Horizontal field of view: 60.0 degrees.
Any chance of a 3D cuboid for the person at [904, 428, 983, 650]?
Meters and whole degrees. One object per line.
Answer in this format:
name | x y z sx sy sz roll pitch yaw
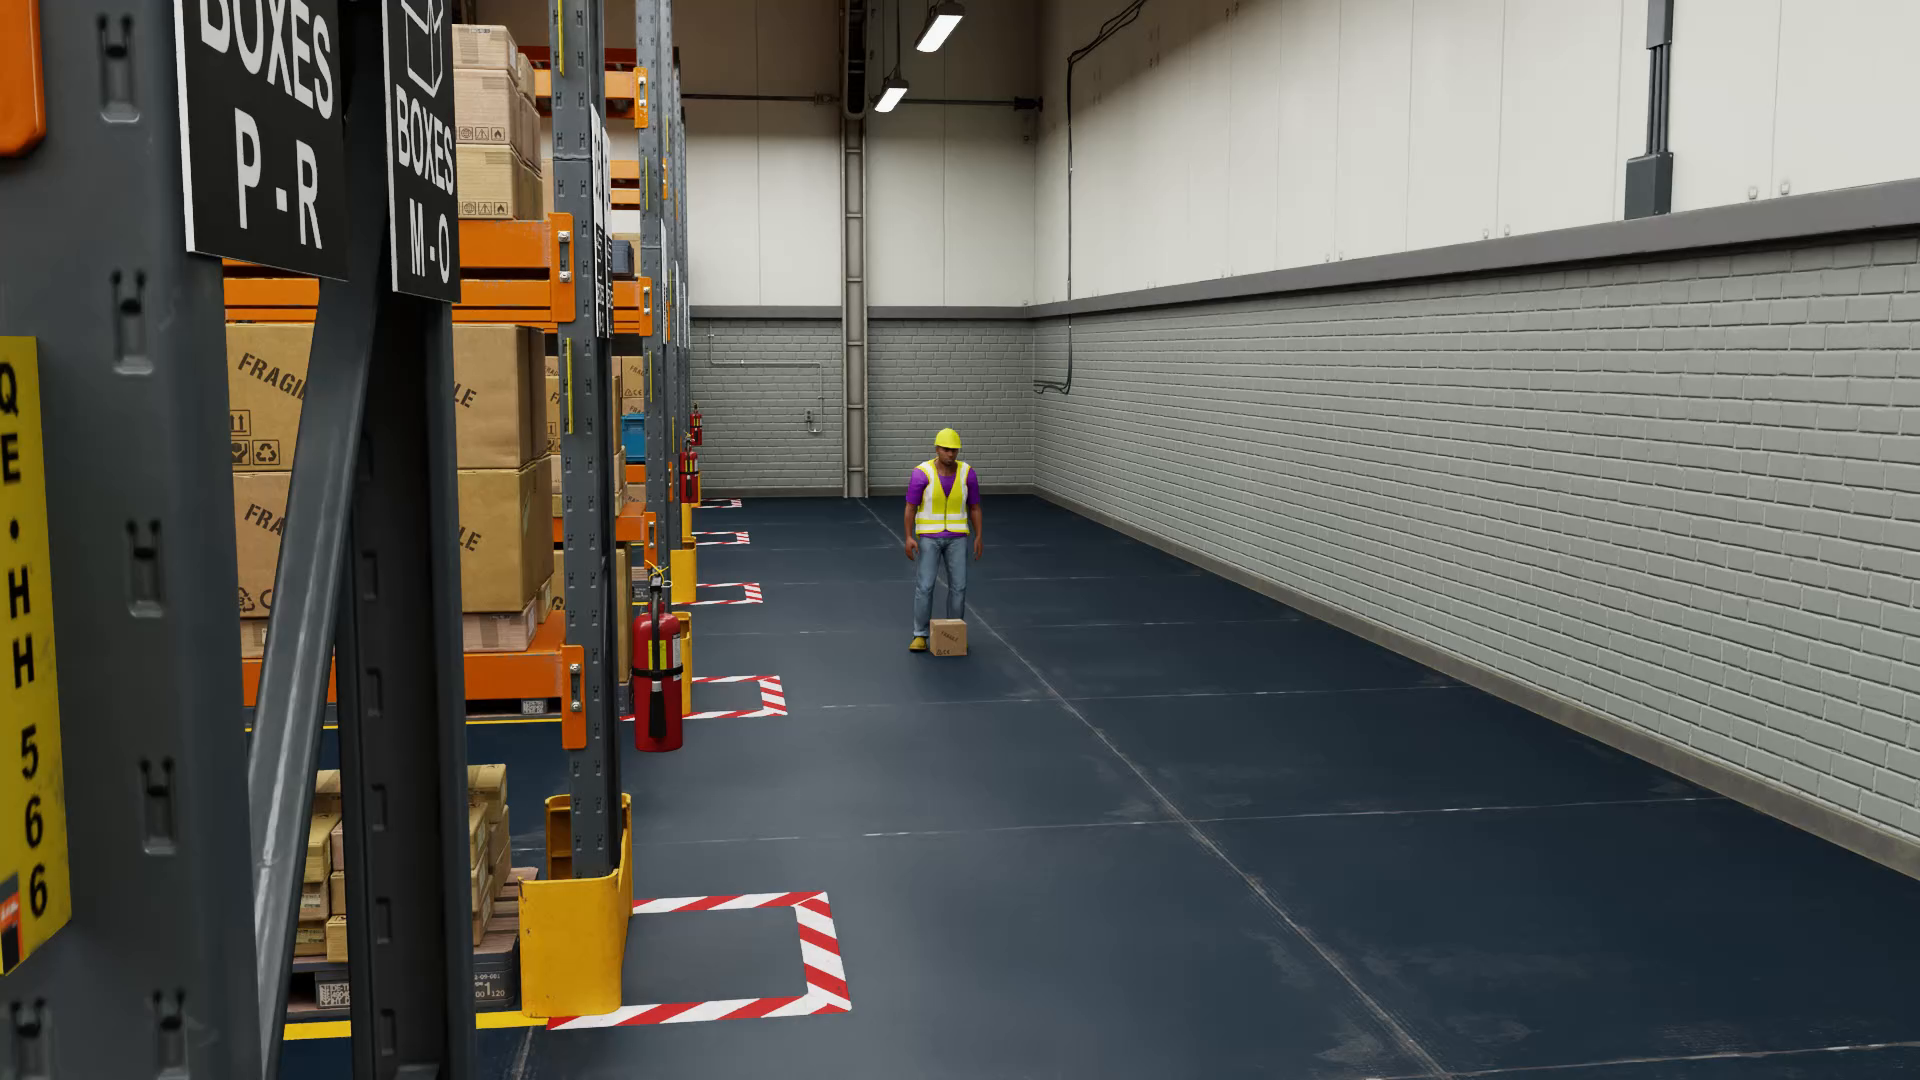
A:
person | -0.128 -0.009 13.211 0.637 1.761 0.455 -1 7 -11
